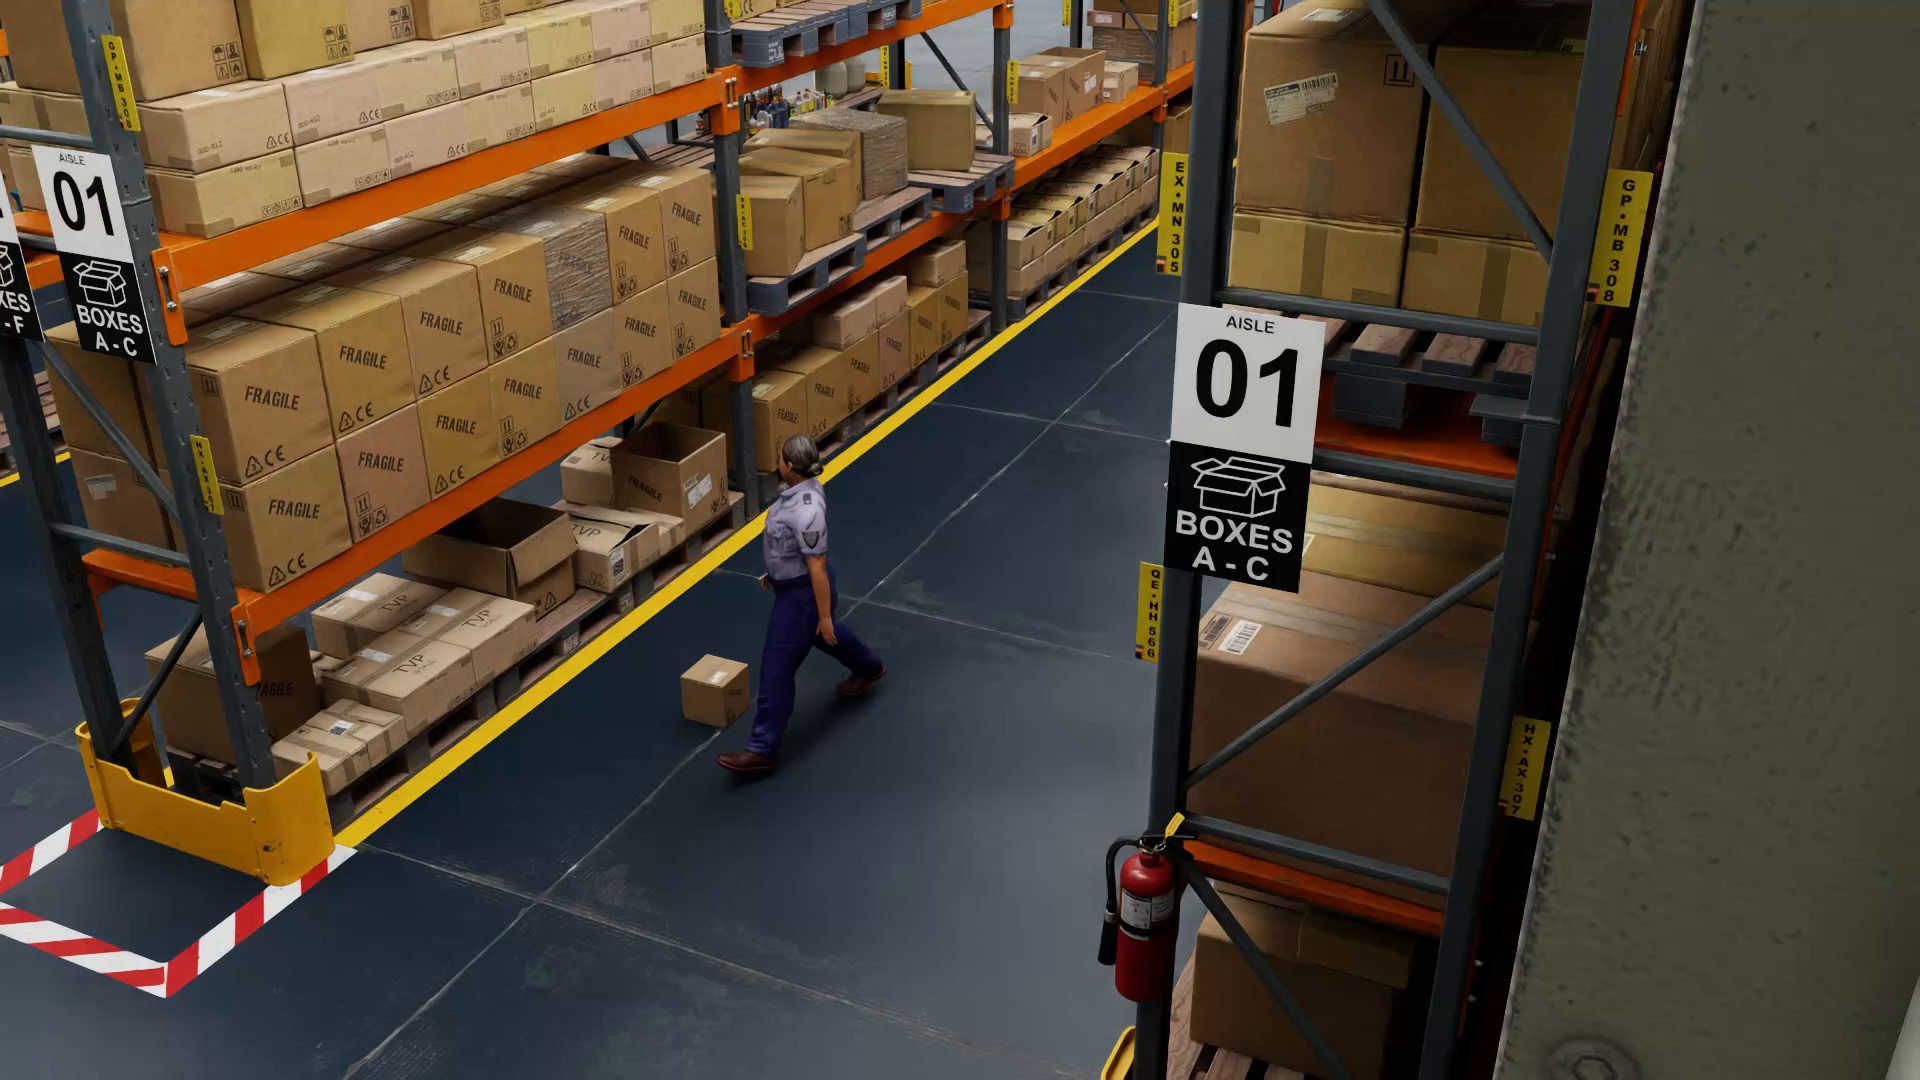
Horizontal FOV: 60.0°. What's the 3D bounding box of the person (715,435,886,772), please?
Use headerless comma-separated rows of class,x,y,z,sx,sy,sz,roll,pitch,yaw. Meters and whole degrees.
person,-0.778,0.255,8.033,0.924,1.589,0.807,-5,27,-9
